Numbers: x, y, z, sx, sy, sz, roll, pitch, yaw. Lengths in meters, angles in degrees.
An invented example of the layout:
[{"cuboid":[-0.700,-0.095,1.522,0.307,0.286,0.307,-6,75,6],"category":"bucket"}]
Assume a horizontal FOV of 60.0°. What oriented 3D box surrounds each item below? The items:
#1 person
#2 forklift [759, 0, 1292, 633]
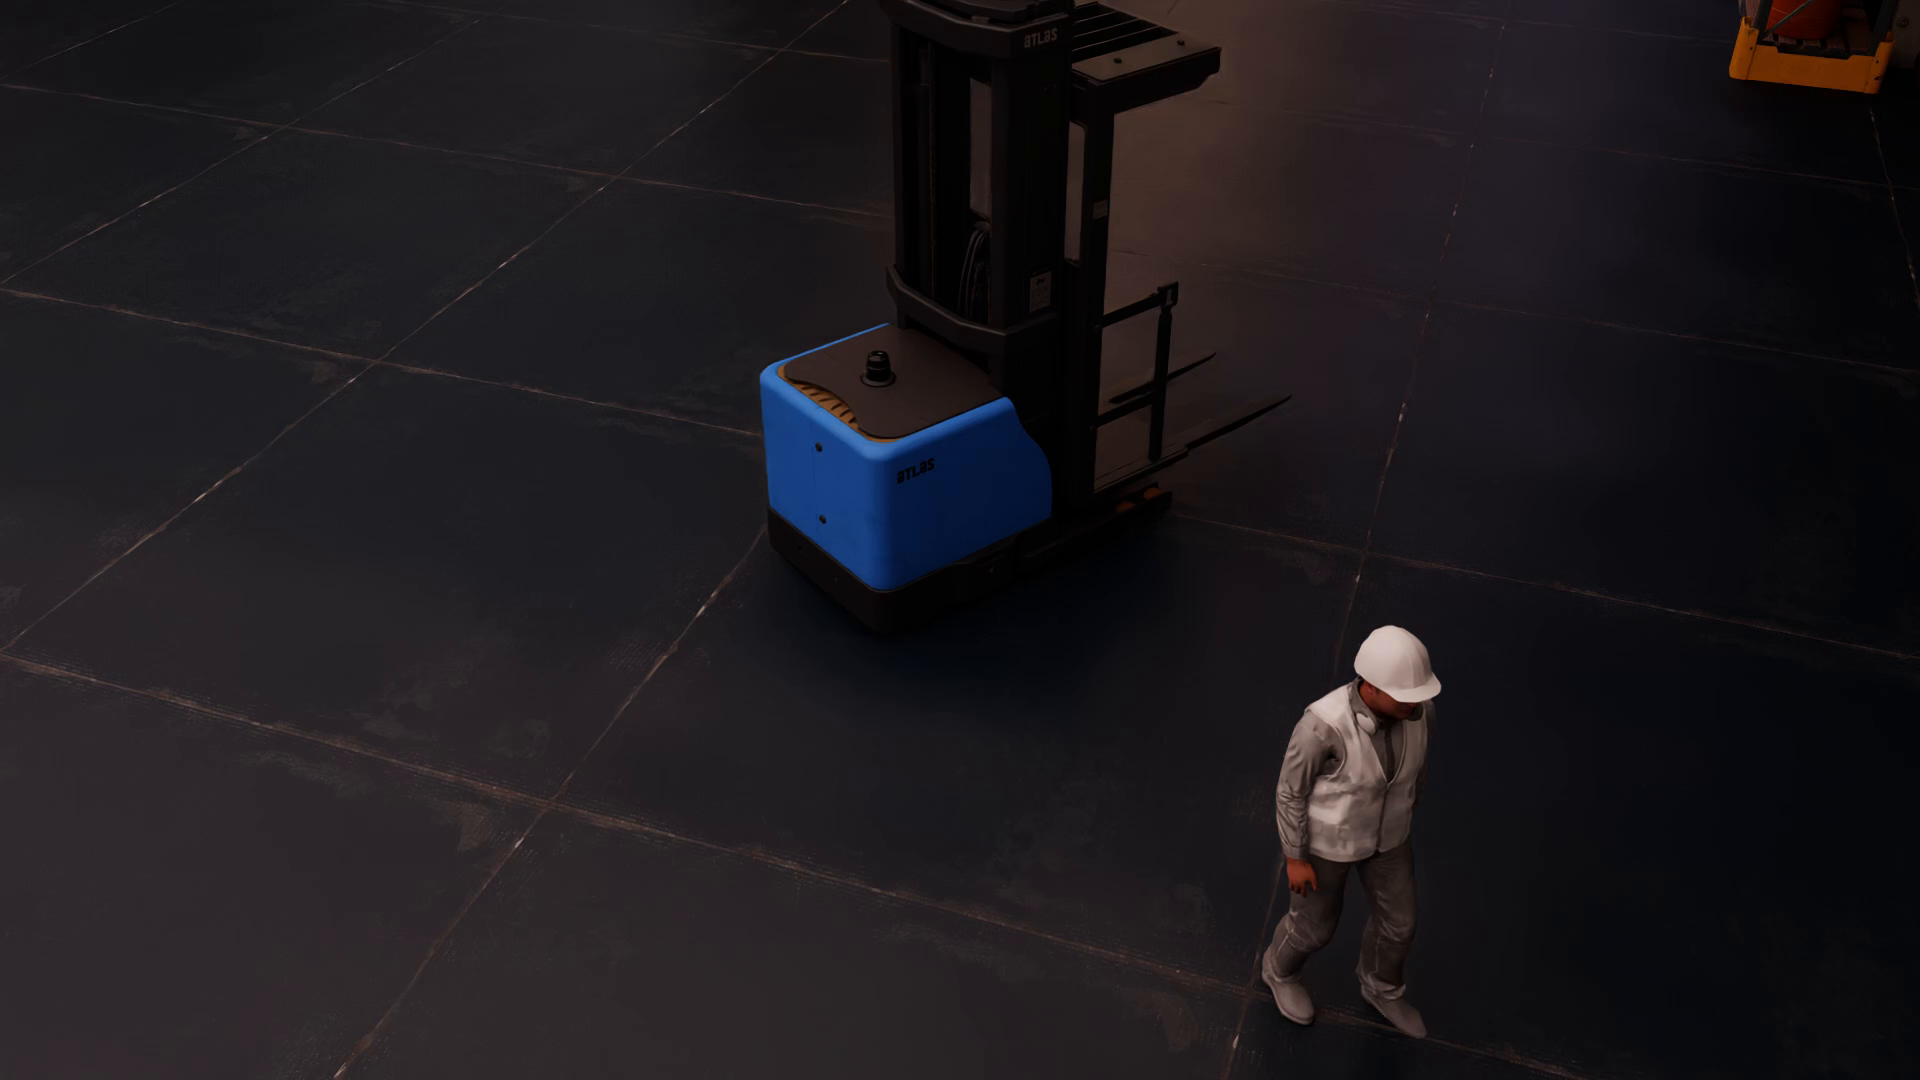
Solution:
[{"cuboid":[1.364,1.032,5.696,0.613,1.797,0.520,-13,37,-18],"category":"person"},{"cuboid":[0.492,-1.452,8.159,3.031,2.935,1.130,-25,42,-30],"category":"forklift"}]
